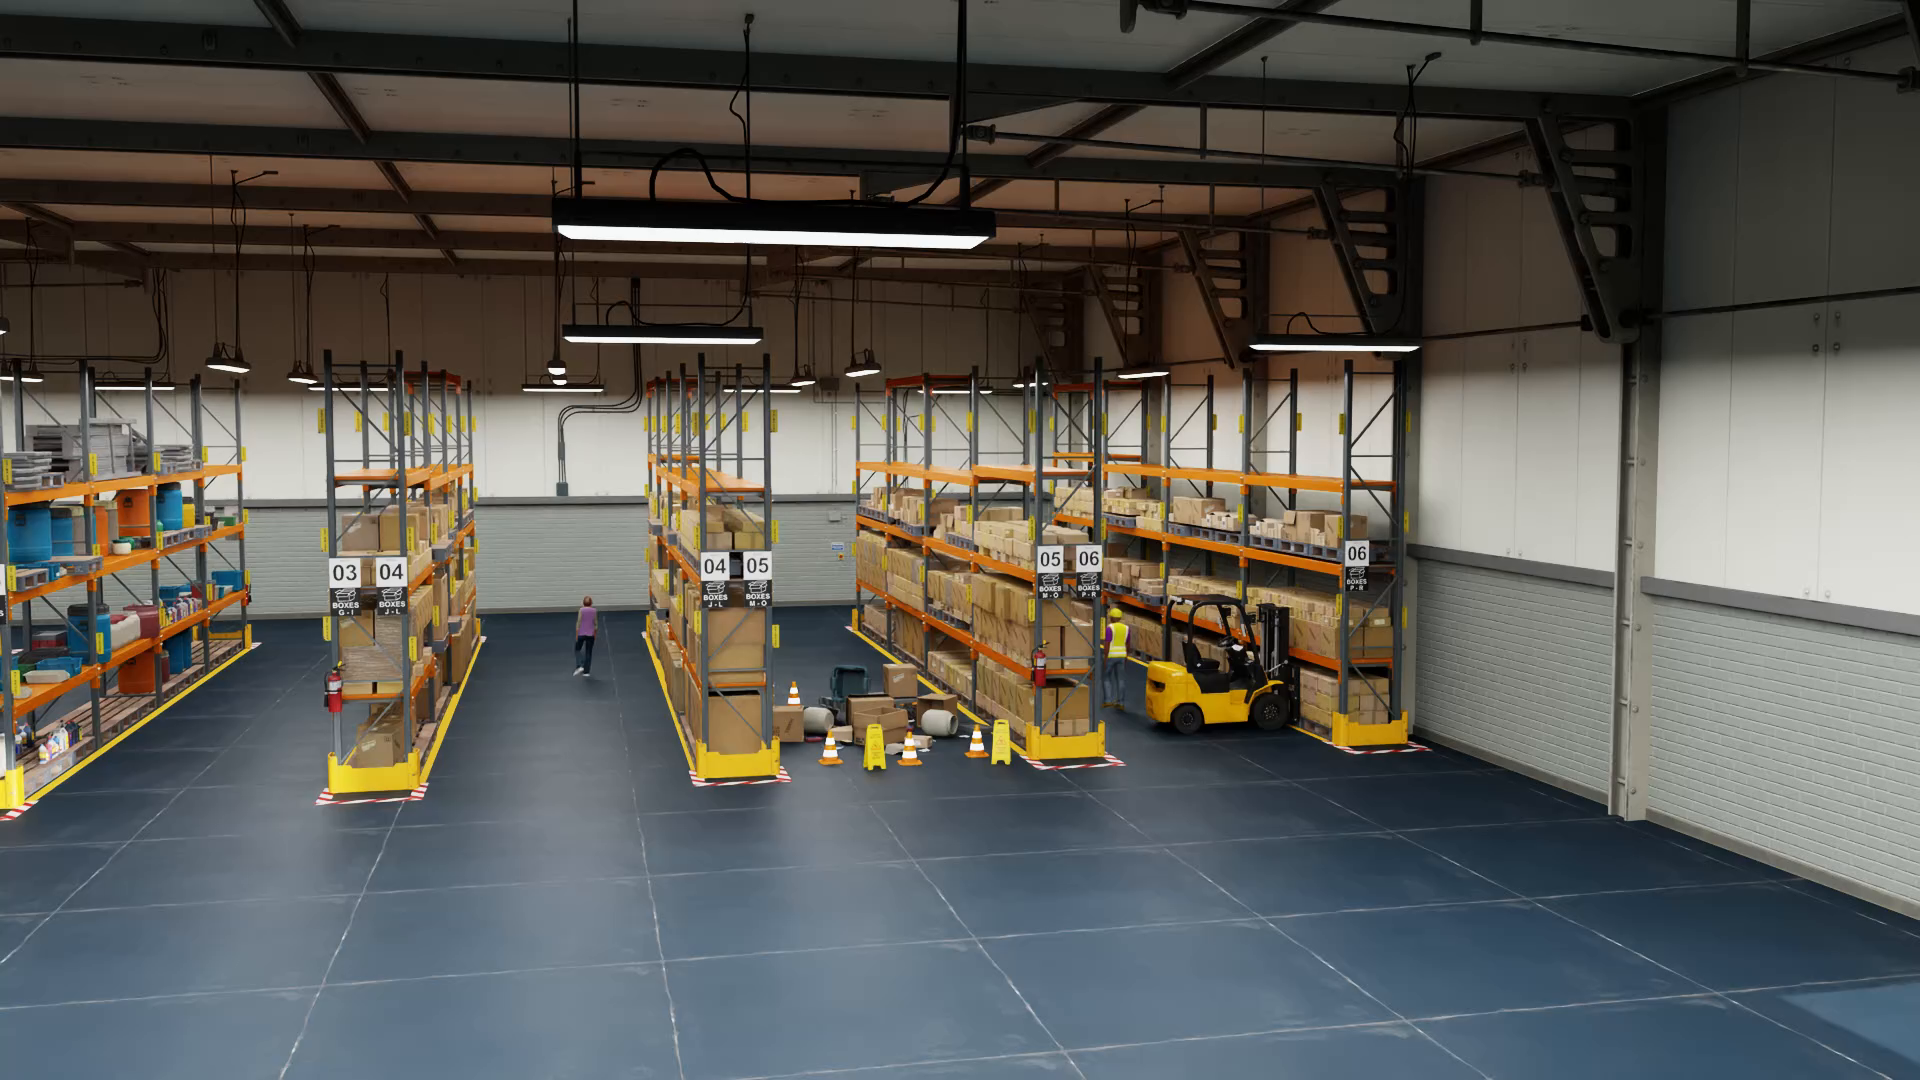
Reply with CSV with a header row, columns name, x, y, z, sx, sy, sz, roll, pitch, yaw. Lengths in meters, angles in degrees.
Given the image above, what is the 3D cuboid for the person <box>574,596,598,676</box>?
name,x,y,z,sx,sy,sz,roll,pitch,yaw
person,-7.416,1.904,32.962,0.484,1.598,0.367,-1,4,-20

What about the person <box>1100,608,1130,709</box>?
name,x,y,z,sx,sy,sz,roll,pitch,yaw
person,2.755,2.108,29.298,0.585,1.810,0.602,-1,4,-18
